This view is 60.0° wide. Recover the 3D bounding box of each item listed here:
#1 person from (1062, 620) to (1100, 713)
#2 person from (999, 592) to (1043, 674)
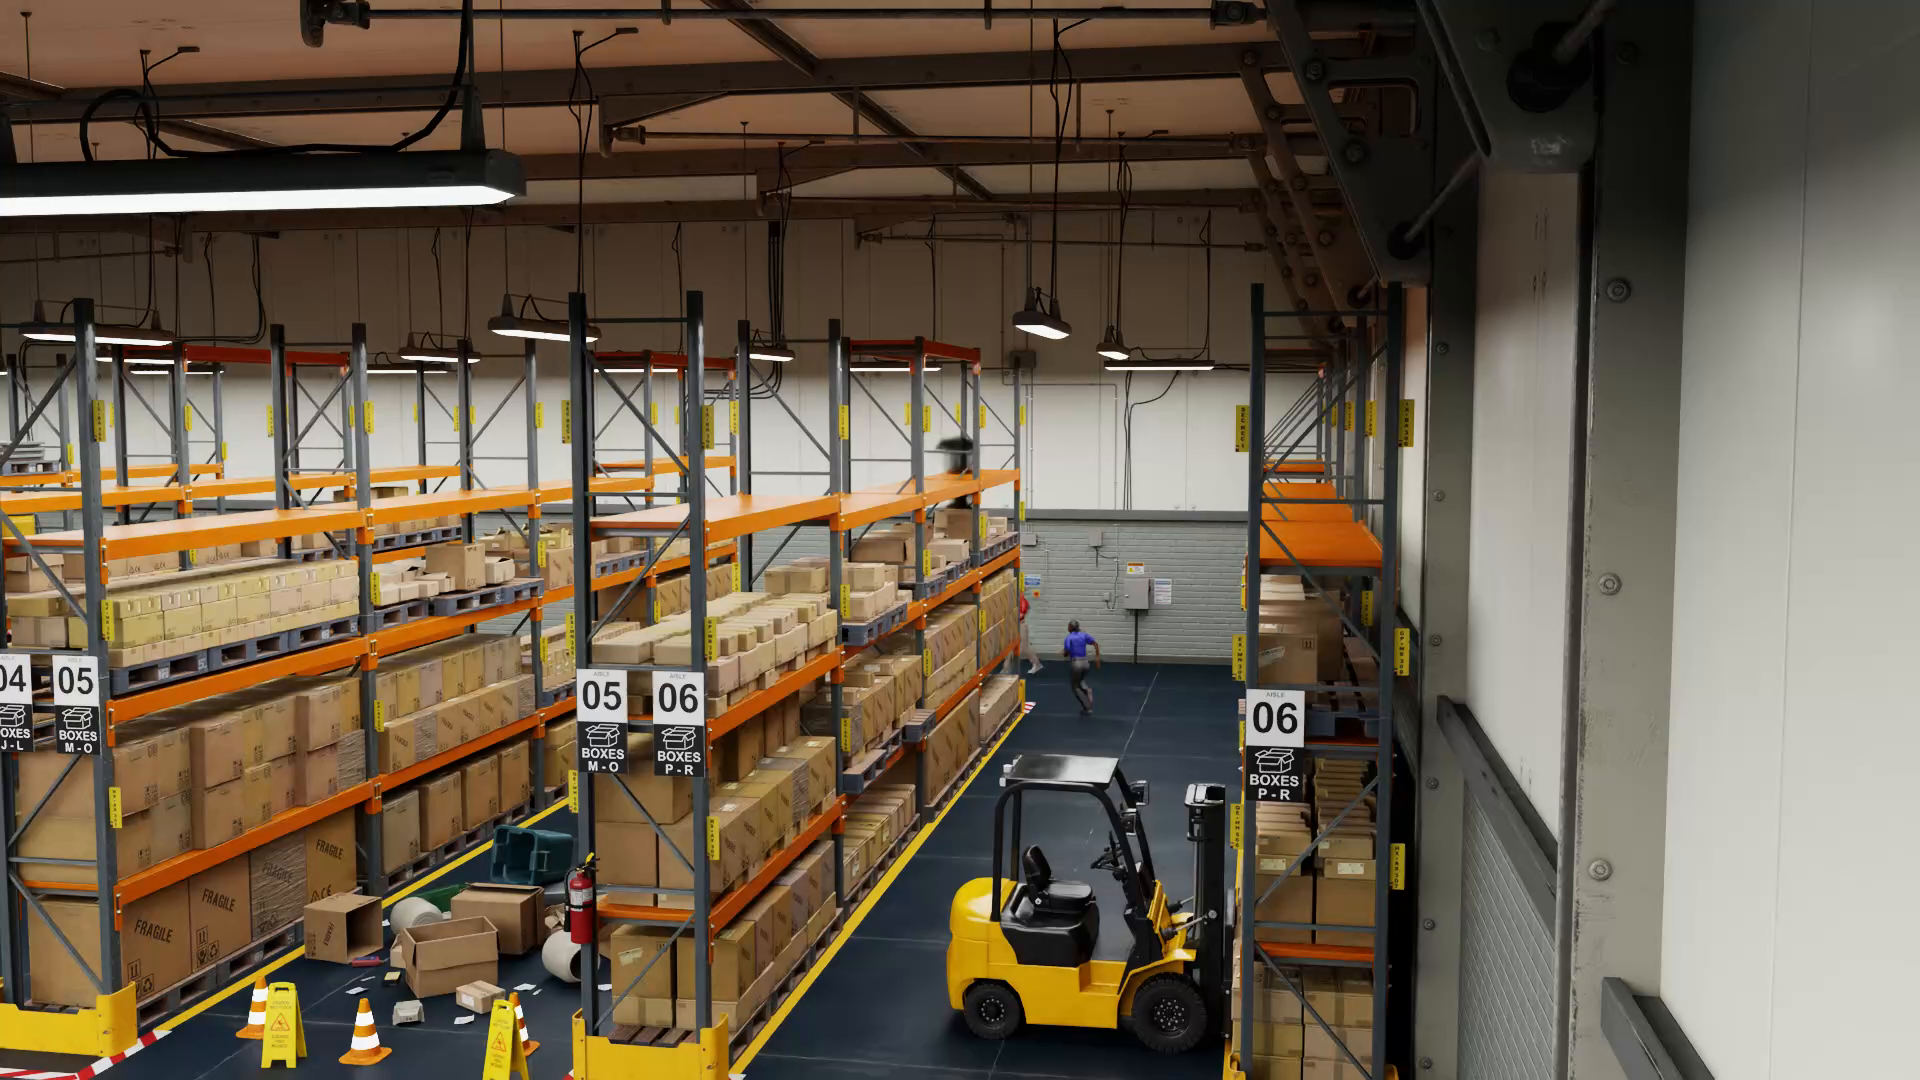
[{"bbox_3d":[1.983,2.119,27.970,0.546,1.555,0.688,-4,6,-38],"label":"person"},{"bbox_3d":[1.146,1.743,31.816,0.855,1.782,0.659,-1,5,-12],"label":"person"}]
